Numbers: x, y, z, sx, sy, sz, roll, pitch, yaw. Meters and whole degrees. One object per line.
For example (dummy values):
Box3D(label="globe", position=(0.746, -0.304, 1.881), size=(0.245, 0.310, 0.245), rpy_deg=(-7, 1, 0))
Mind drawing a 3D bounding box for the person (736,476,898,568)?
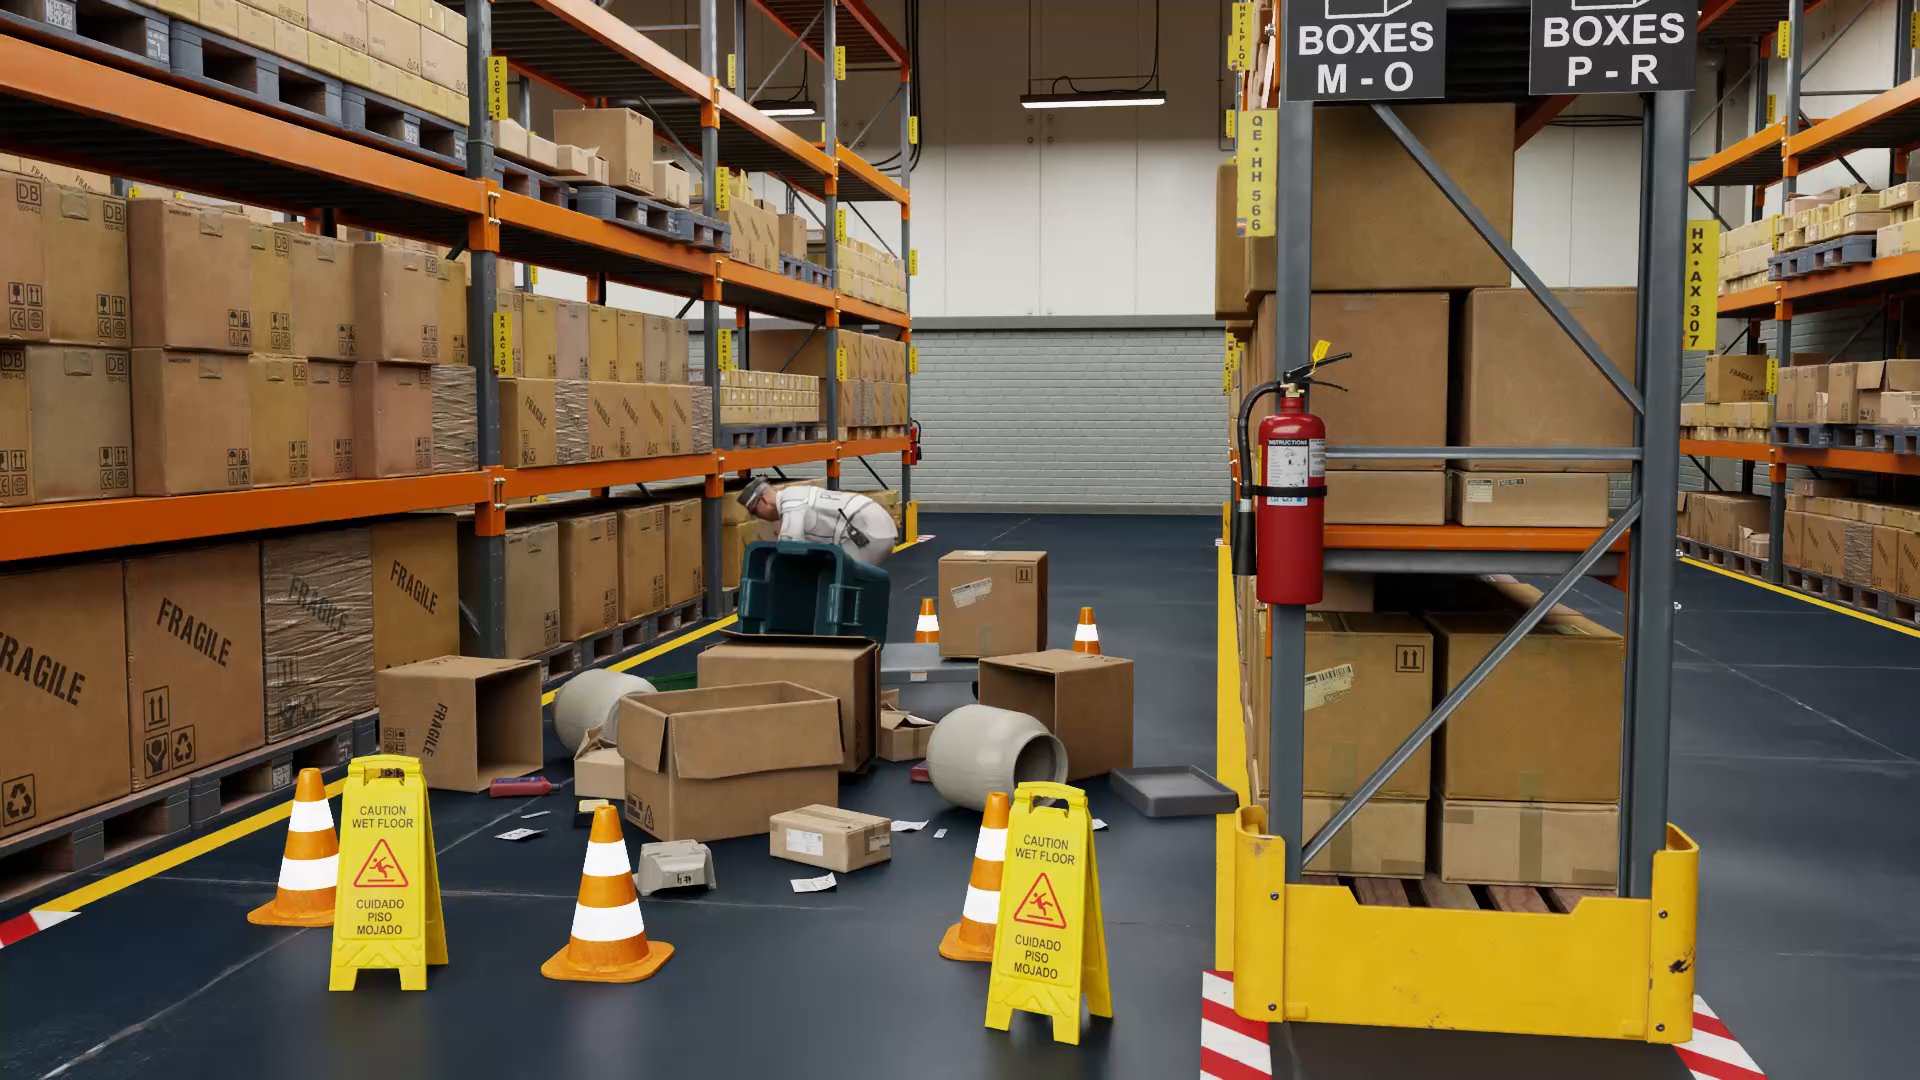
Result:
Box3D(label="person", position=(-0.903, 0.203, 10.472), size=(1.022, 1.215, 0.508), rpy_deg=(0, 4, 6))
